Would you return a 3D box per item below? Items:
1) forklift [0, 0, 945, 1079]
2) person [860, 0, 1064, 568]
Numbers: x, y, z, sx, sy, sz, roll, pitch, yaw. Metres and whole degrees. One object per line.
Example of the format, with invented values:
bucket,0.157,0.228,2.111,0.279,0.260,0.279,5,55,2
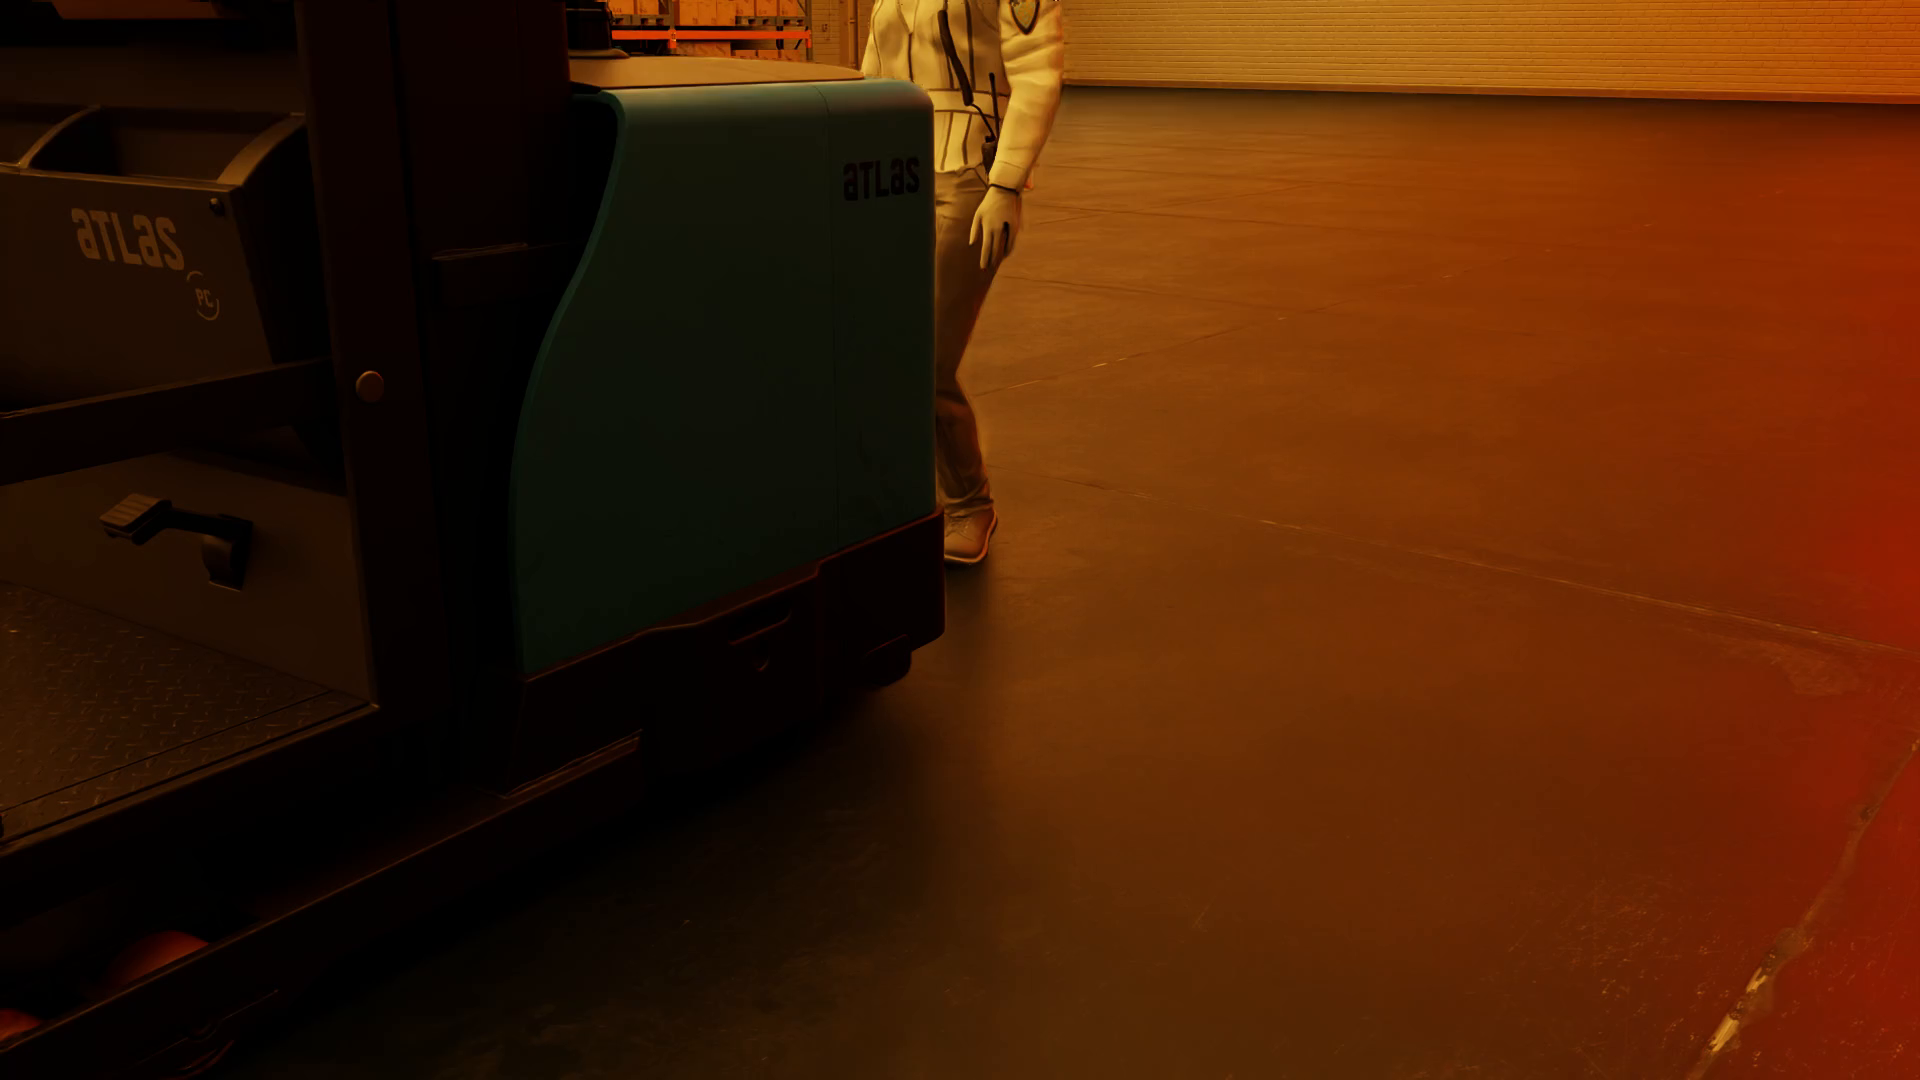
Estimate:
forklift,-1.269,-0.894,1.840,1.130,2.935,3.031,11,20,32
person,-0.121,-0.732,3.552,0.574,1.653,0.631,-15,22,-40
